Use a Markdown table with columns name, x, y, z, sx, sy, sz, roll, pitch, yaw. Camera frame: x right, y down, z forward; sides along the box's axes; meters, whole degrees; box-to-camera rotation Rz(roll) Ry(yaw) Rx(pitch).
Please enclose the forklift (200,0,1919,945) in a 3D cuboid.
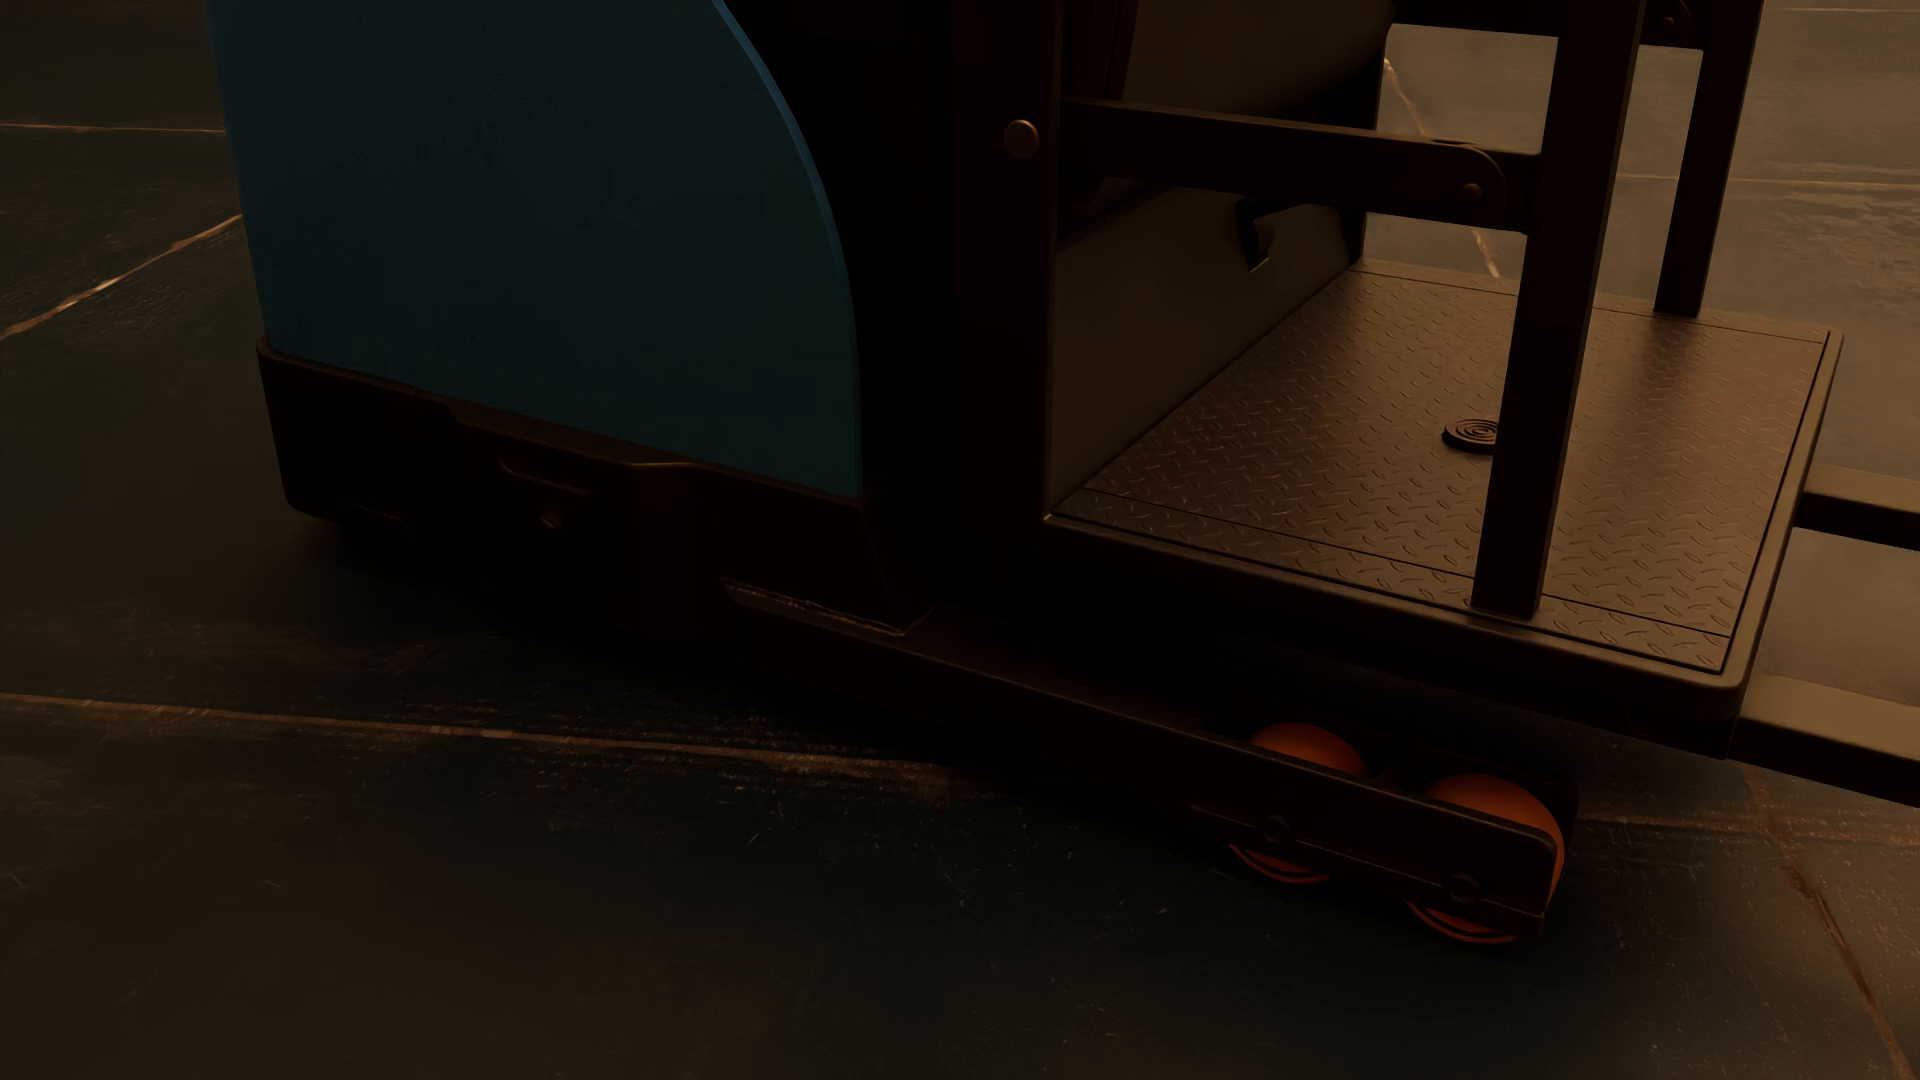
| name | x | y | z | sx | sy | sz | roll | pitch | yaw |
| --- | --- | --- | --- | --- | --- | --- | --- | --- | --- |
| forklift | 0.529 | -1.176 | 1.574 | 3.031 | 2.935 | 1.130 | 14 | 30 | 26 |
